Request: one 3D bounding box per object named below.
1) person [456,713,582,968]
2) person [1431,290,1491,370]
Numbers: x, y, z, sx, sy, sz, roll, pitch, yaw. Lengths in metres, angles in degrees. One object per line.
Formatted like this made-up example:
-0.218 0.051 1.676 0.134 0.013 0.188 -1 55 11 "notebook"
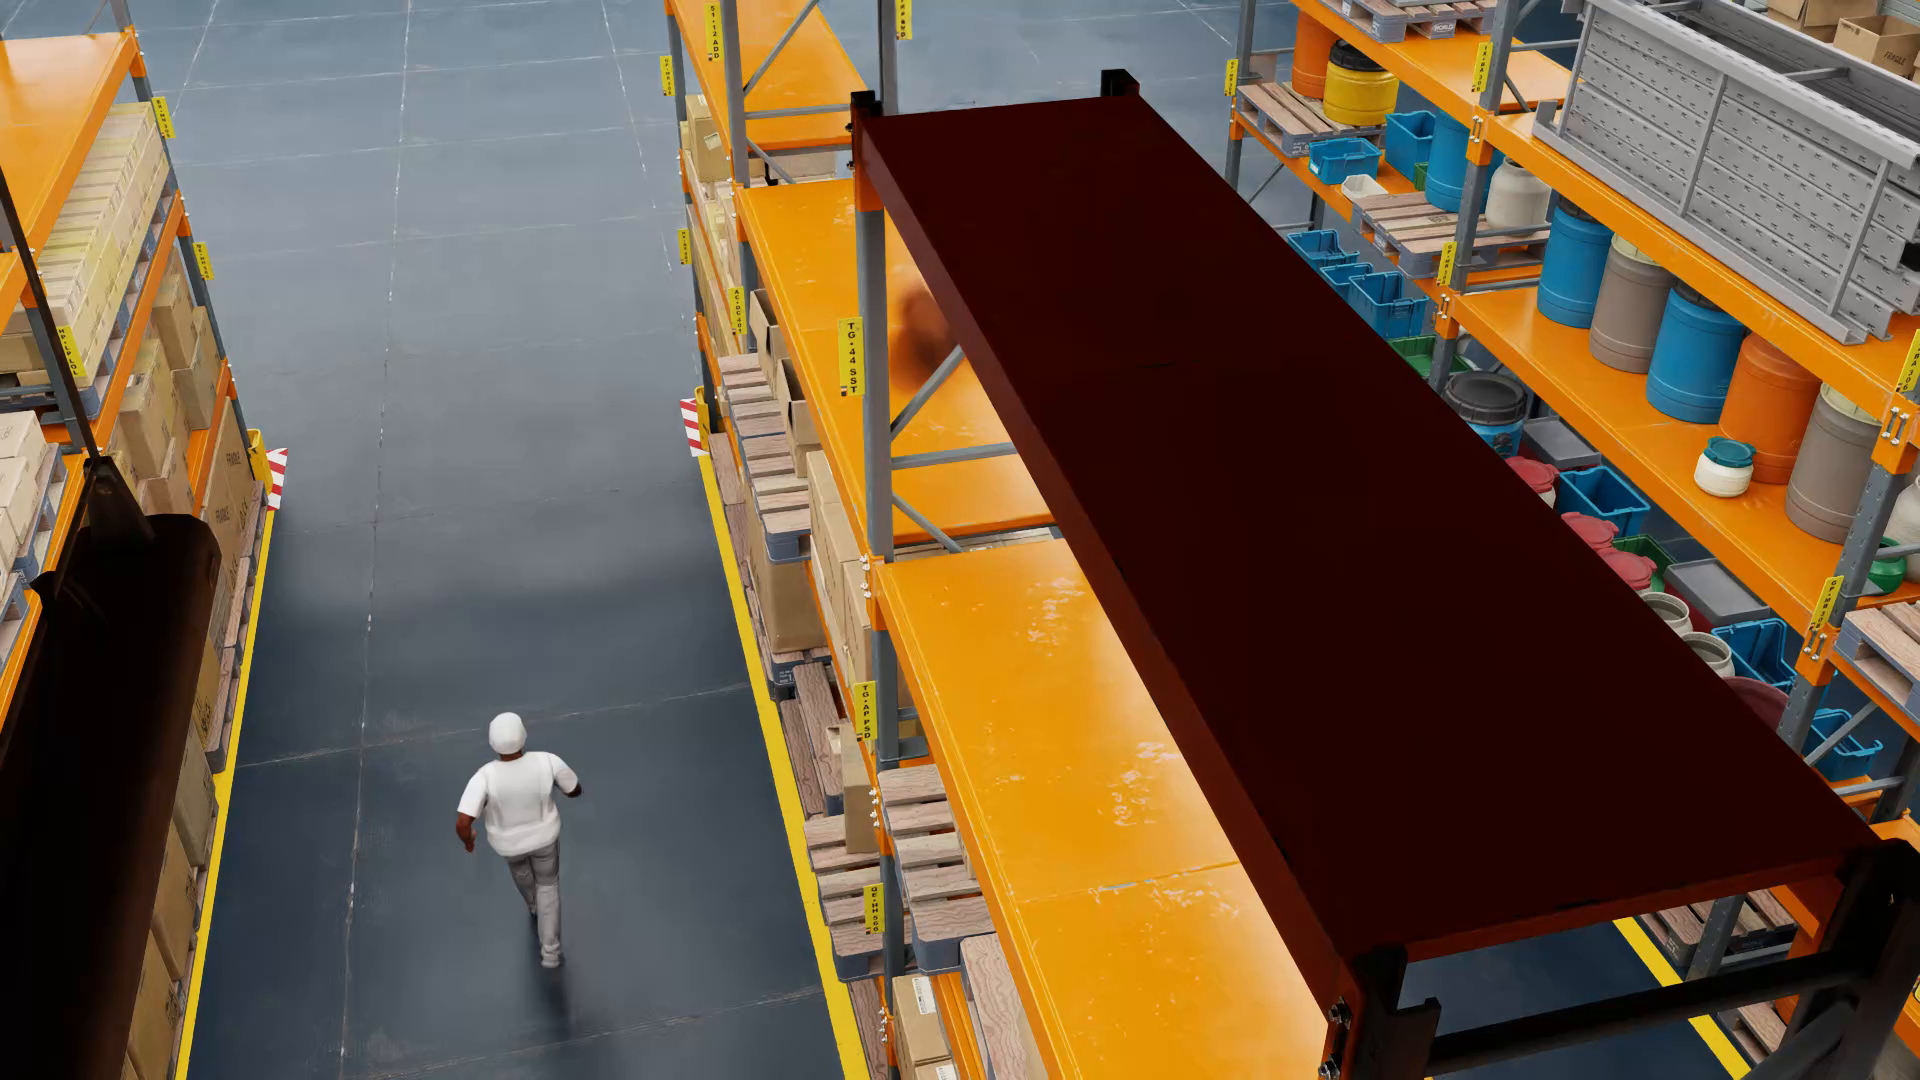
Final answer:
-2.573 1.799 9.889 0.731 1.809 0.938 -12 36 -16 "person"
4.657 -1.991 15.552 0.625 1.676 0.899 -16 38 -22 "person"
